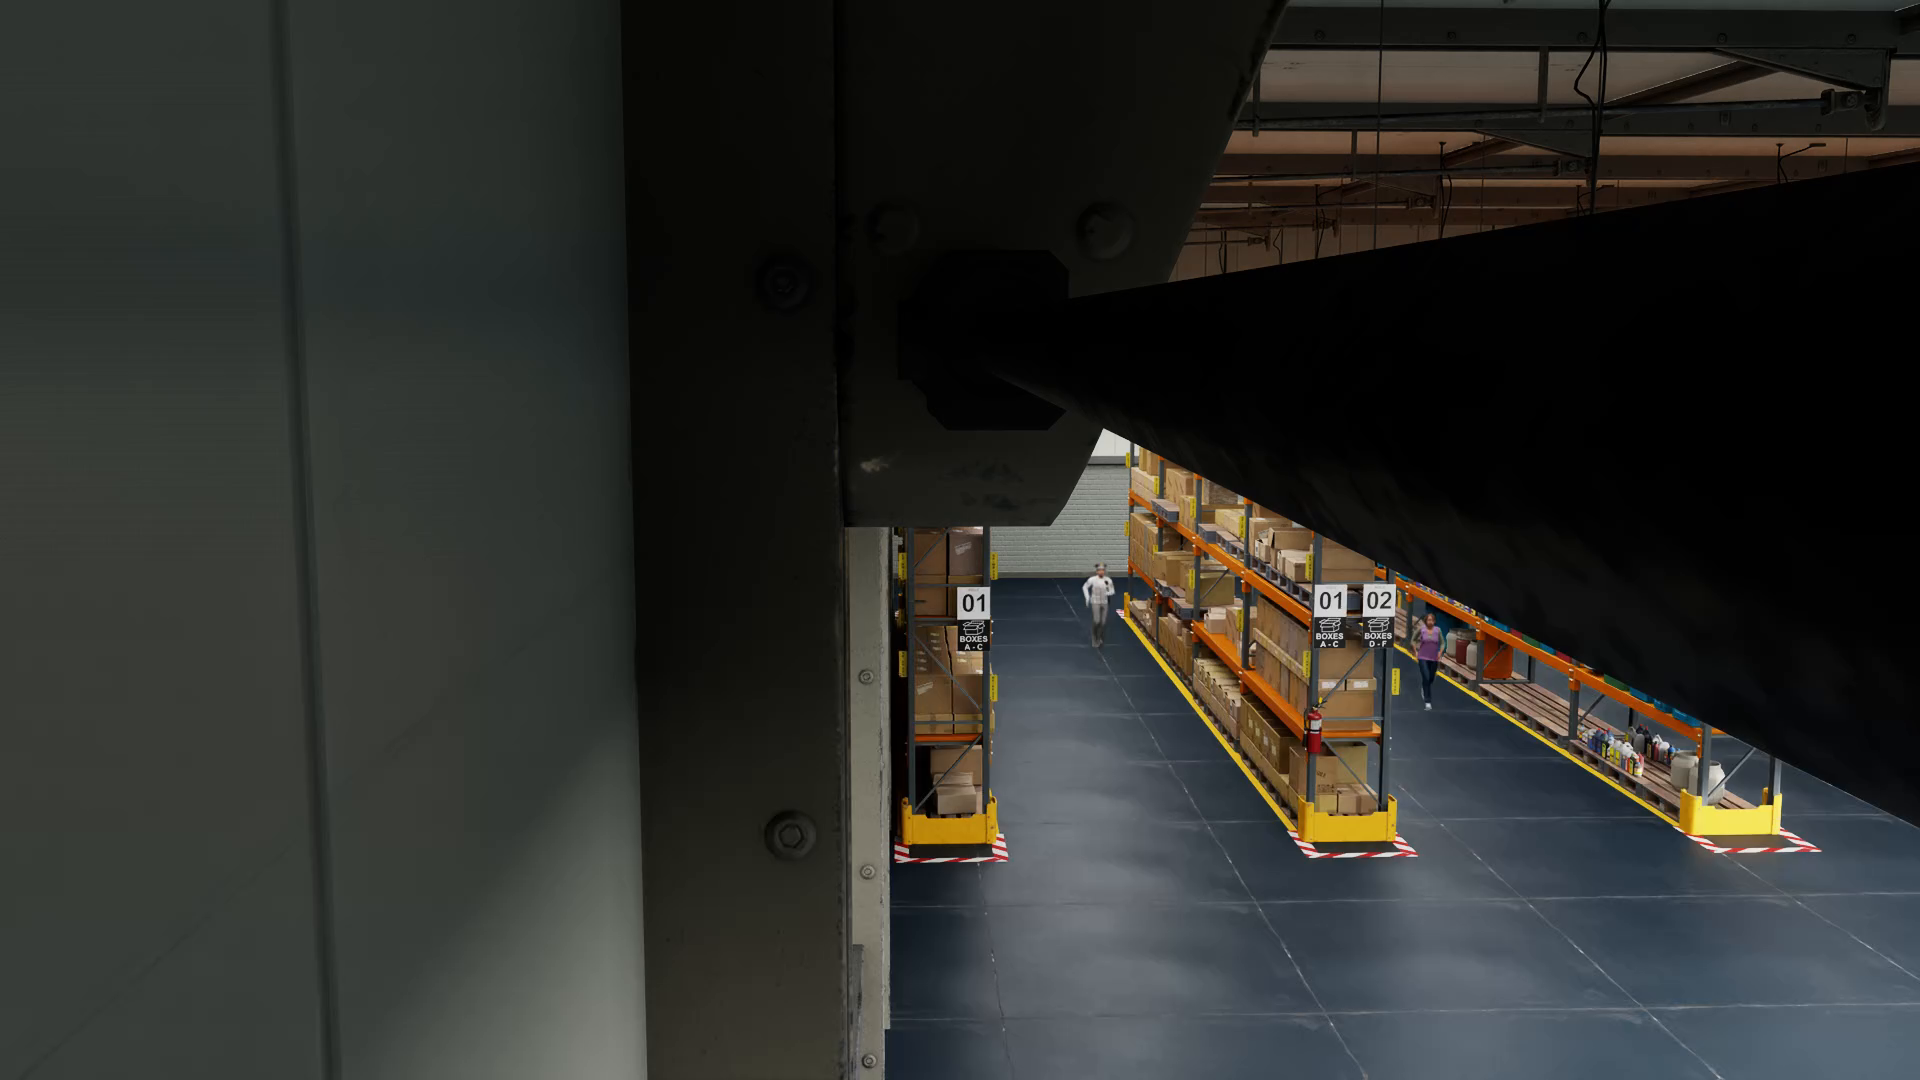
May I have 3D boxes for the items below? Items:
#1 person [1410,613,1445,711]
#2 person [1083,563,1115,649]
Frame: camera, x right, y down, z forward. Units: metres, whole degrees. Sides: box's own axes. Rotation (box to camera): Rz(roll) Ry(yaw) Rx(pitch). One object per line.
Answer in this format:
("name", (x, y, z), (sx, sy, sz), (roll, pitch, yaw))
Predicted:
("person", (7.814, 1.999, 27.801), (0.545, 1.604, 0.800), (0, 7, 1))
("person", (2.763, 1.294, 32.841), (0.573, 1.717, 0.694), (-1, 7, -8))
